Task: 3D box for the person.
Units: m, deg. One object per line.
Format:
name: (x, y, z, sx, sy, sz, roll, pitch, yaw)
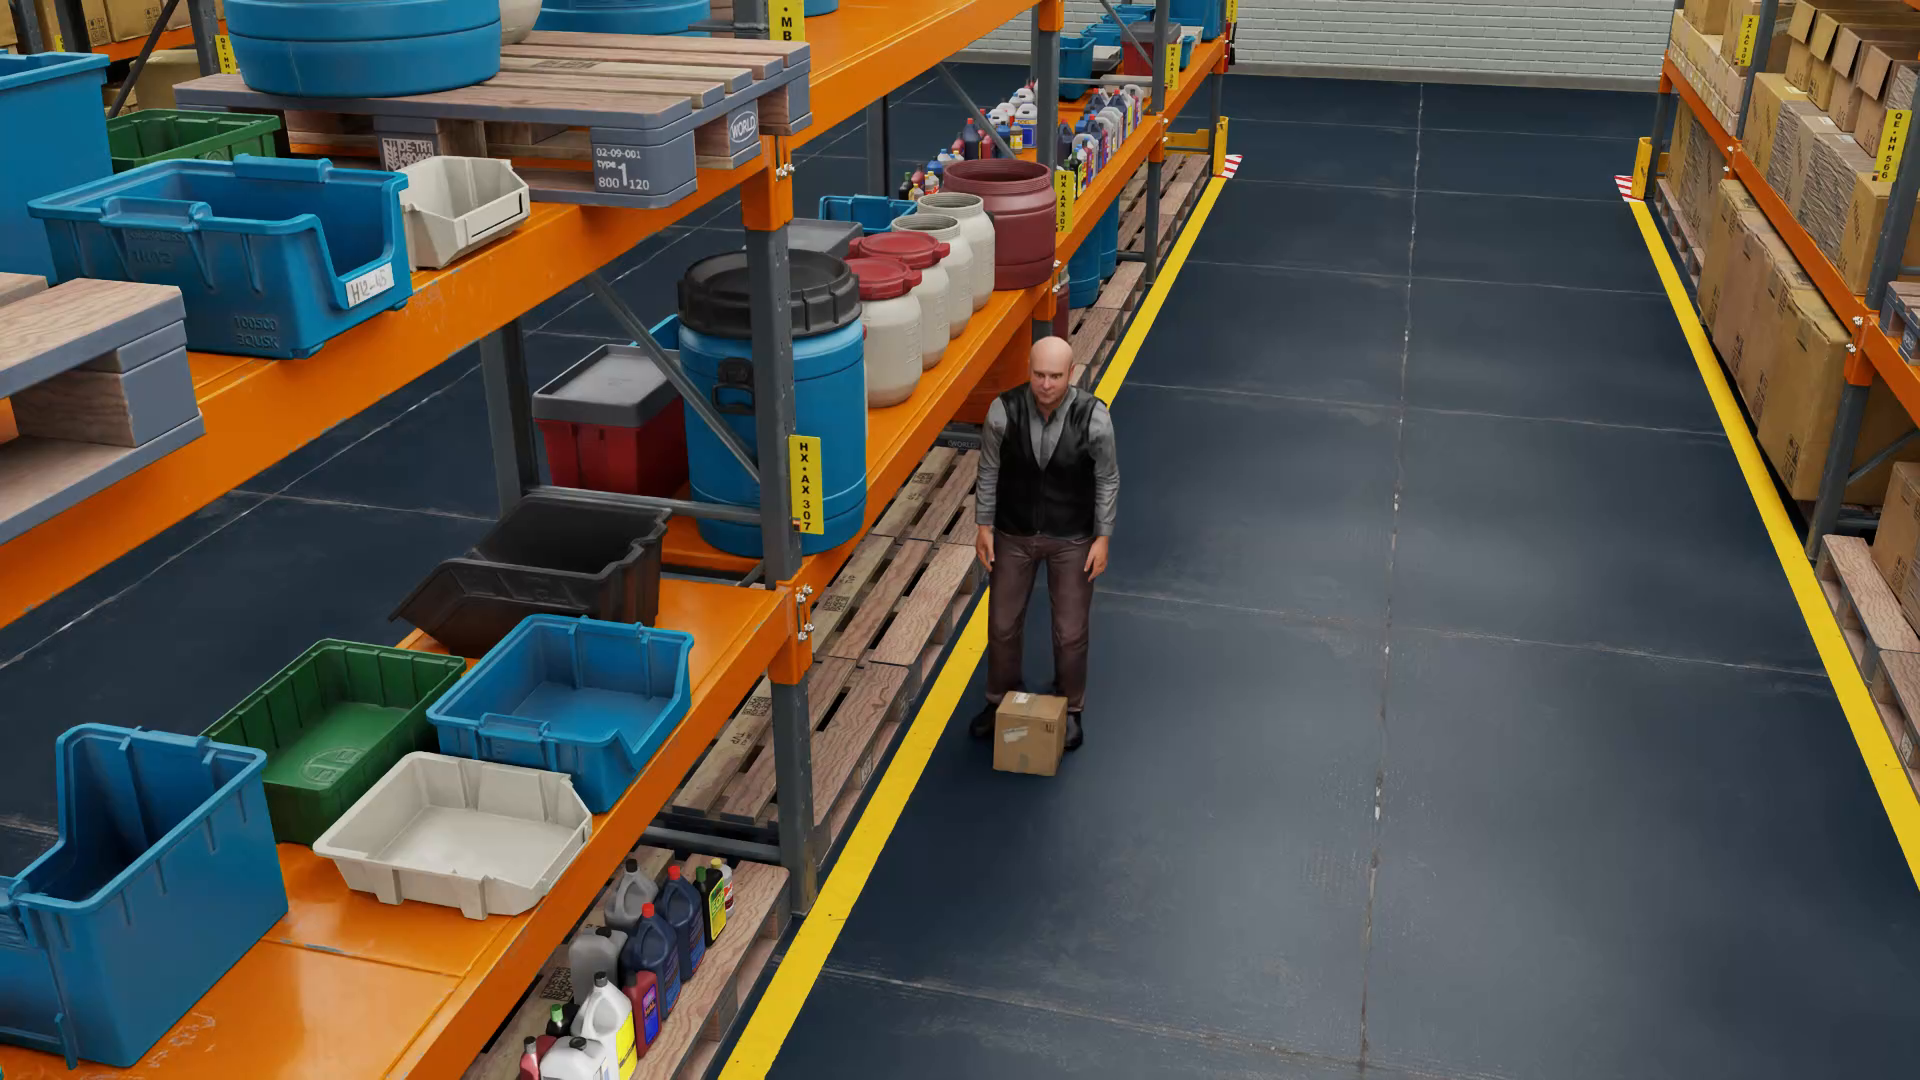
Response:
person: (0.343, -0.010, 6.657, 0.570, 1.721, 0.418, 5, 26, 11)
